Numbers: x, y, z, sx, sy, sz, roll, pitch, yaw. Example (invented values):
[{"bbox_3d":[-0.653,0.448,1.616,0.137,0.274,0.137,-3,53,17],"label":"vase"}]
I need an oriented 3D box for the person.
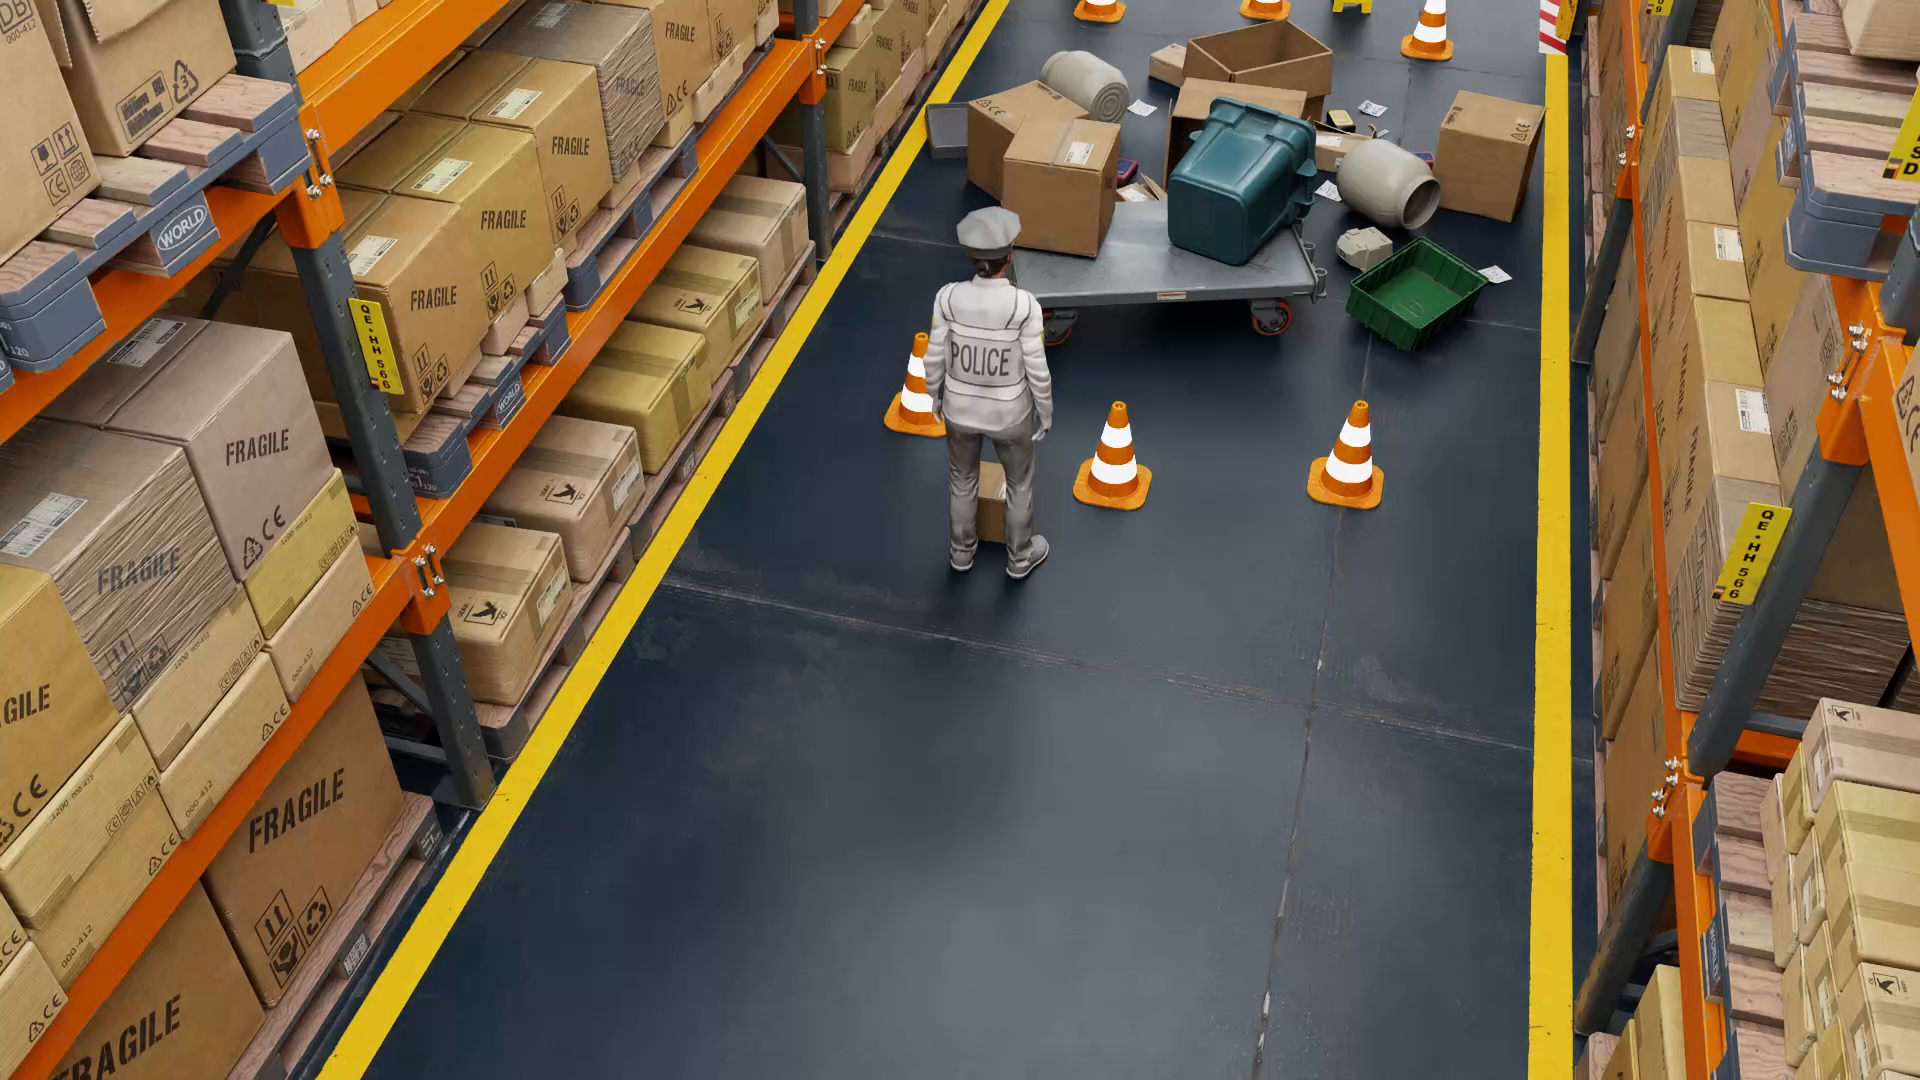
[{"bbox_3d":[0.119,-0.539,6.771,0.527,1.662,0.376,10,42,11],"label":"person"}]
